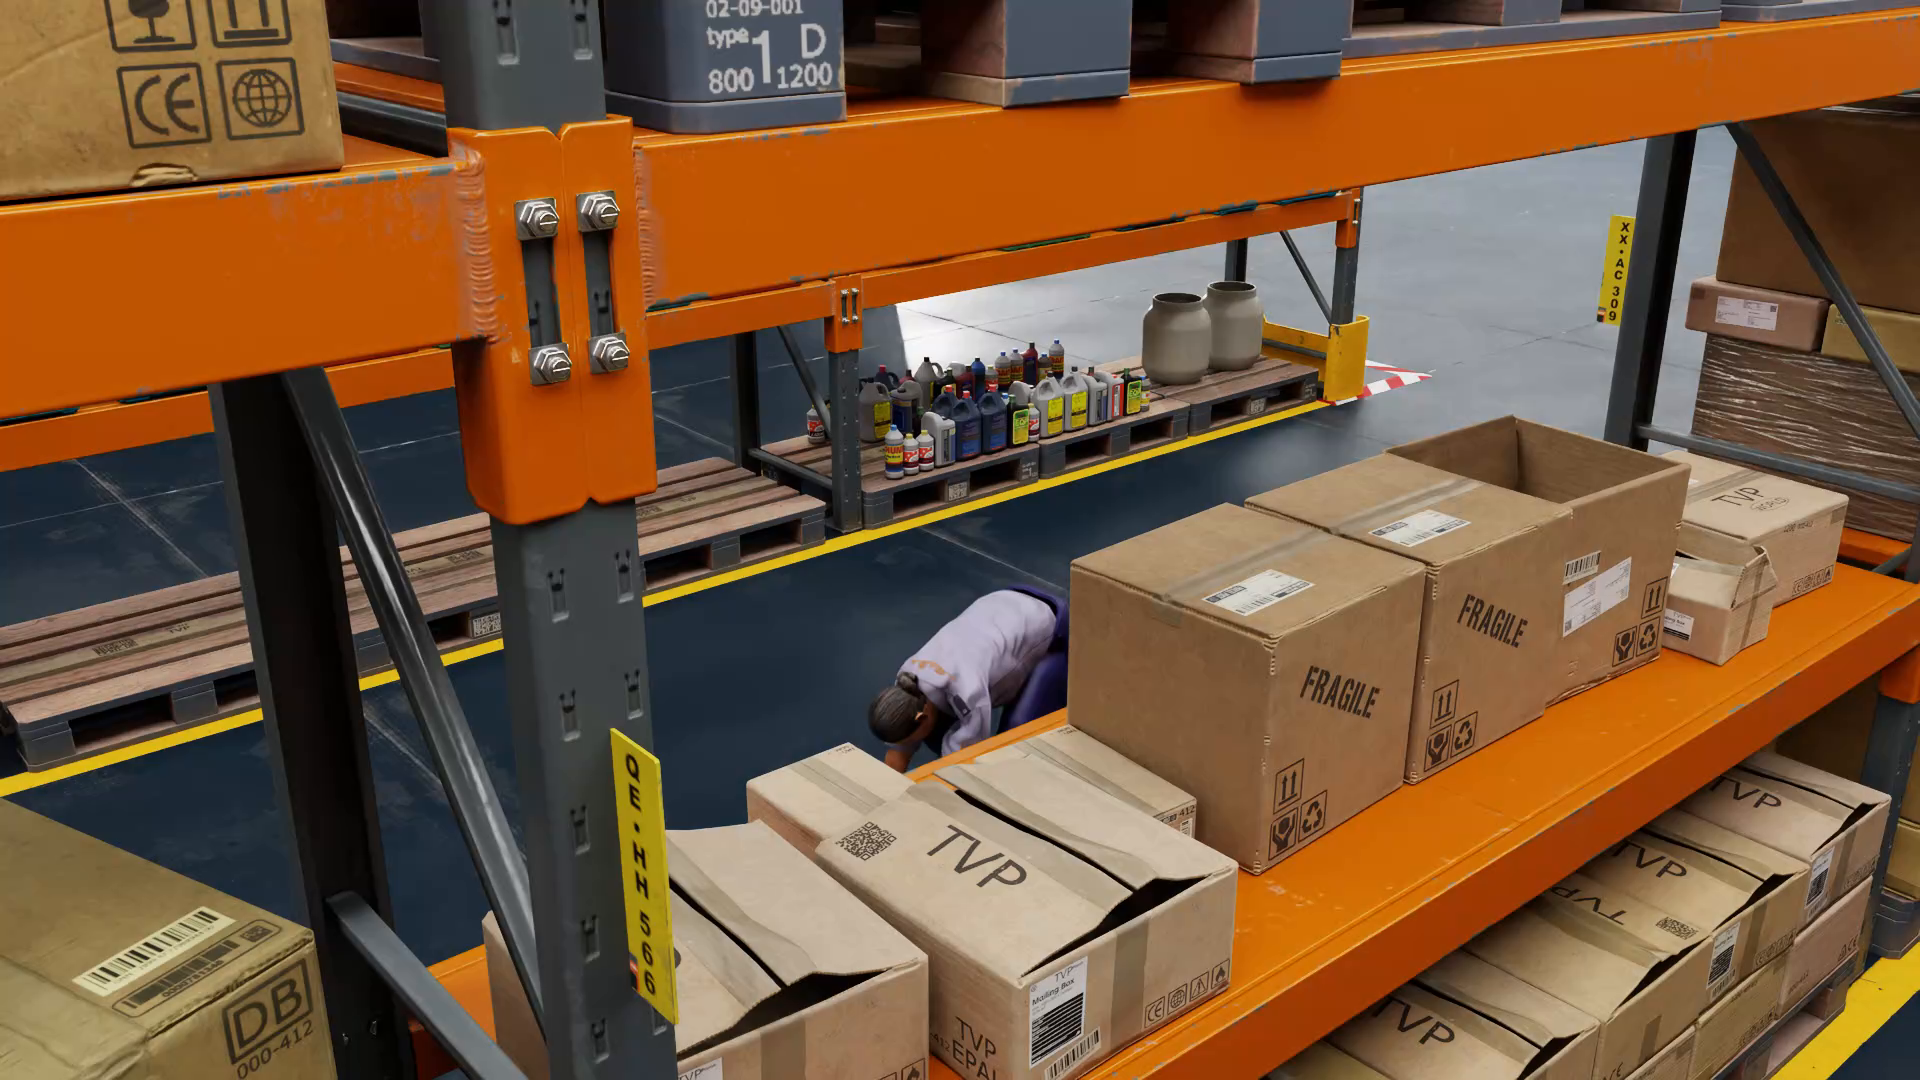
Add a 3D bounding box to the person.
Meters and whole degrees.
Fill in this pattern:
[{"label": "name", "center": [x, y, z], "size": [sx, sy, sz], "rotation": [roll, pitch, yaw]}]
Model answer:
[{"label": "person", "center": [0.057, 0.636, 5.579], "size": [0.899, 0.840, 0.522], "rotation": [-19, 28, -40]}]
